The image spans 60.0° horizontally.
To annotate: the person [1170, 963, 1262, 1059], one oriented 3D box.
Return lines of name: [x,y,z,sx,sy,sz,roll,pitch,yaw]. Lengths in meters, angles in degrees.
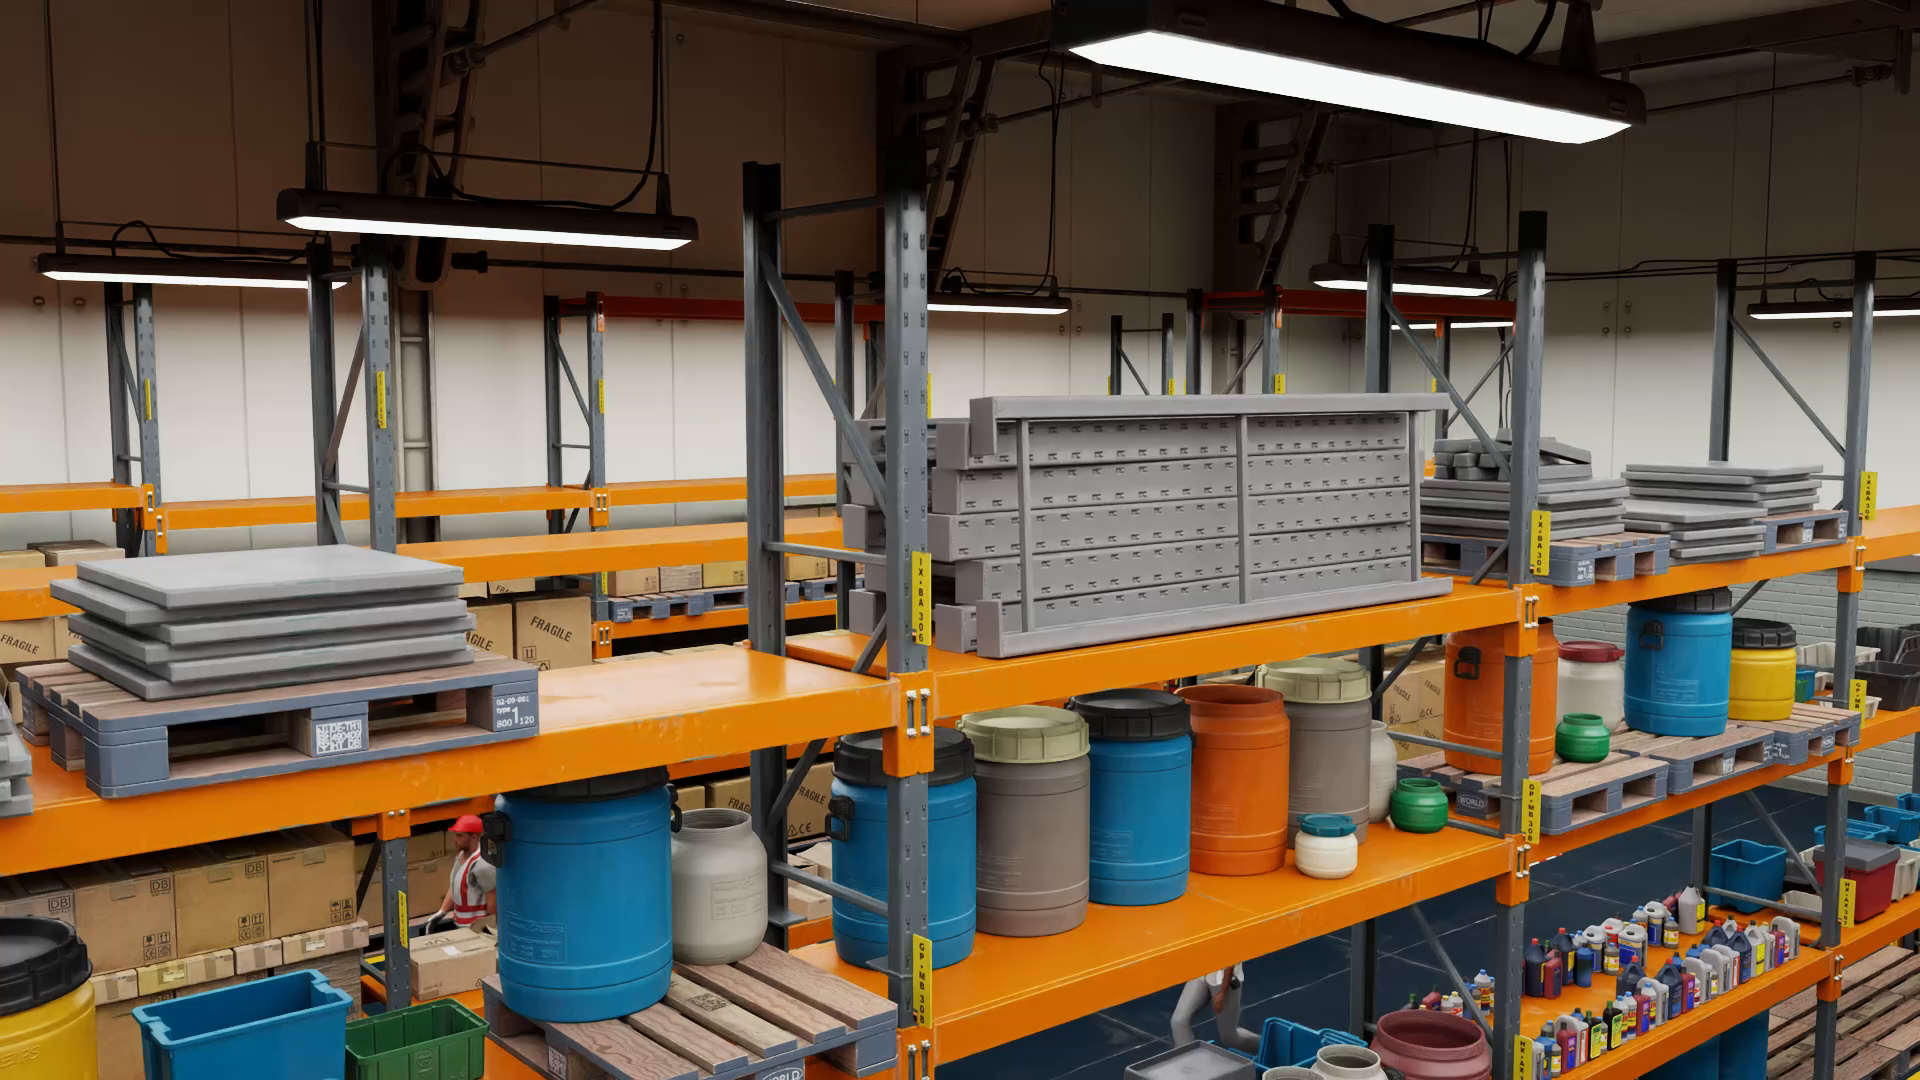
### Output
person: [1.872,3.210,12.228,0.976,1.541,0.434,-4,7,-35]

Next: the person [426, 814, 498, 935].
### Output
person: [-3.873,3.030,12.991,0.812,1.762,0.631,-3,6,-28]
